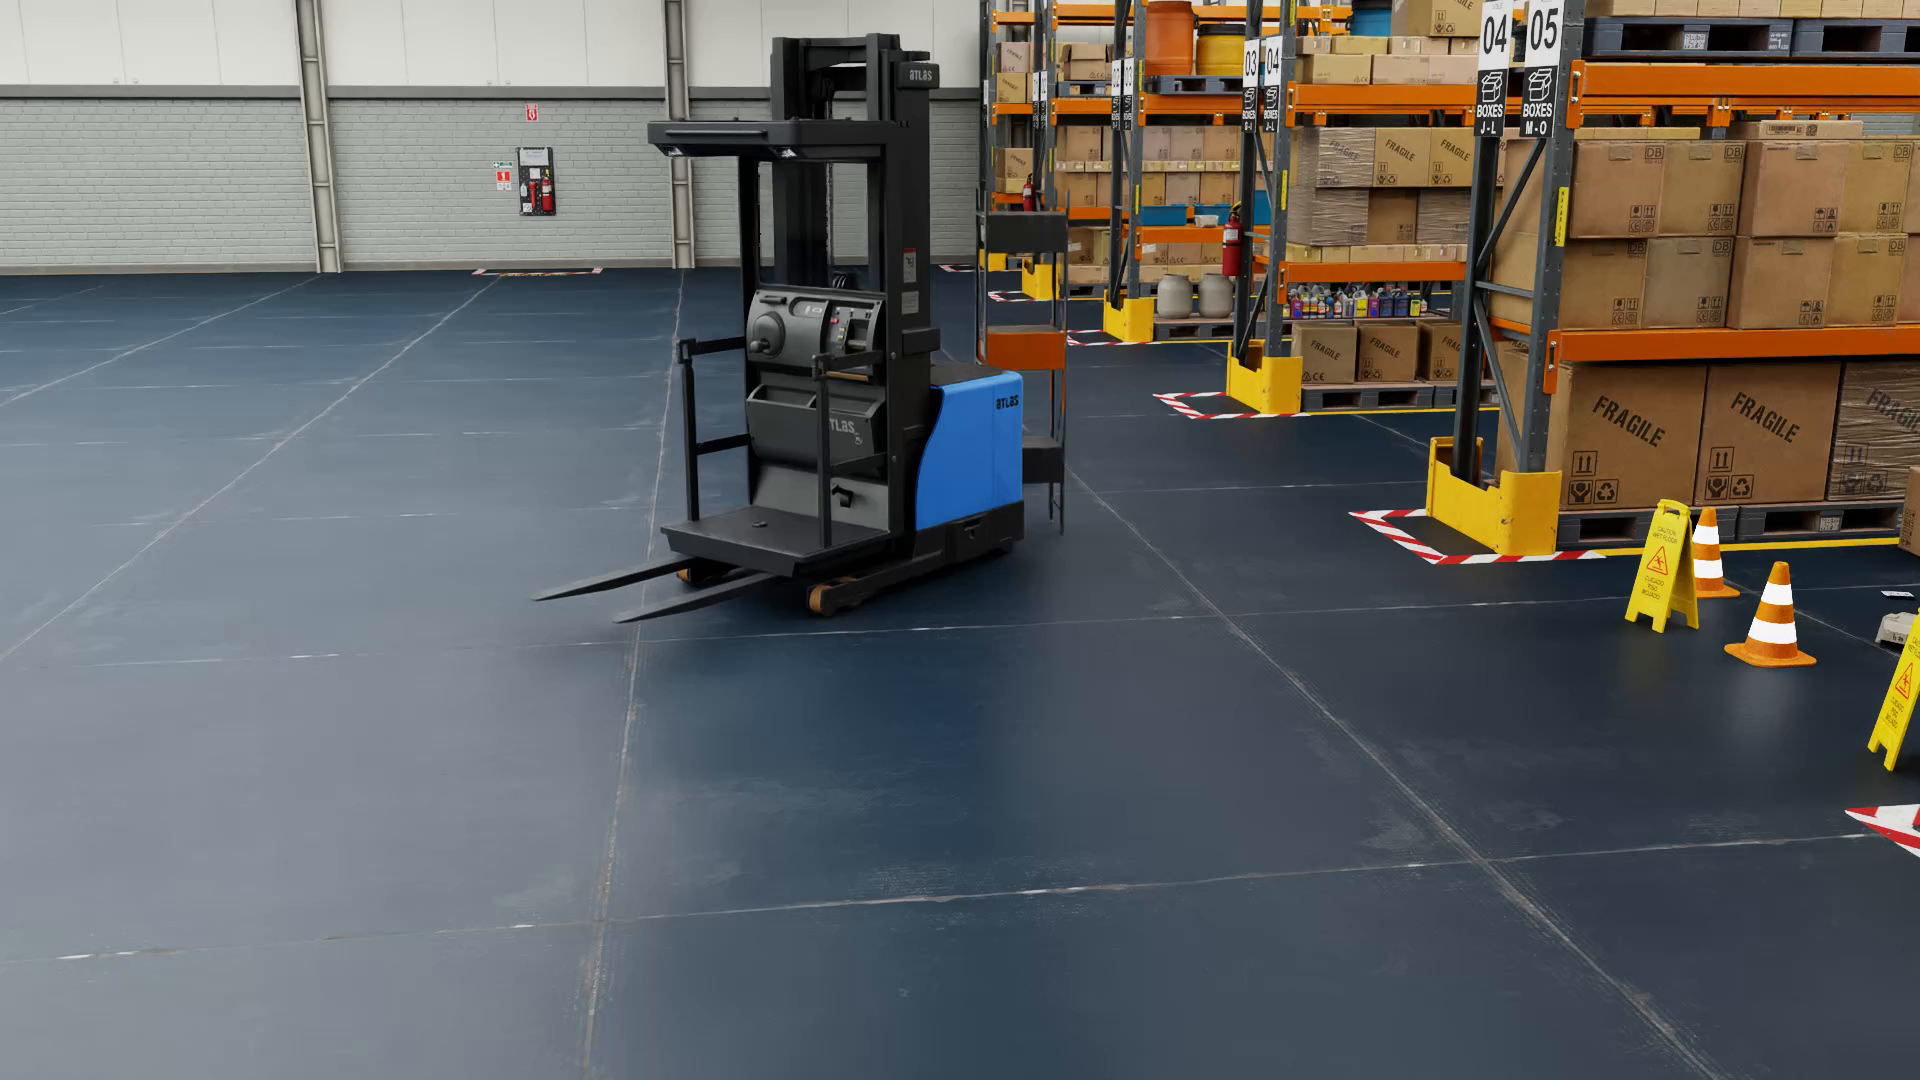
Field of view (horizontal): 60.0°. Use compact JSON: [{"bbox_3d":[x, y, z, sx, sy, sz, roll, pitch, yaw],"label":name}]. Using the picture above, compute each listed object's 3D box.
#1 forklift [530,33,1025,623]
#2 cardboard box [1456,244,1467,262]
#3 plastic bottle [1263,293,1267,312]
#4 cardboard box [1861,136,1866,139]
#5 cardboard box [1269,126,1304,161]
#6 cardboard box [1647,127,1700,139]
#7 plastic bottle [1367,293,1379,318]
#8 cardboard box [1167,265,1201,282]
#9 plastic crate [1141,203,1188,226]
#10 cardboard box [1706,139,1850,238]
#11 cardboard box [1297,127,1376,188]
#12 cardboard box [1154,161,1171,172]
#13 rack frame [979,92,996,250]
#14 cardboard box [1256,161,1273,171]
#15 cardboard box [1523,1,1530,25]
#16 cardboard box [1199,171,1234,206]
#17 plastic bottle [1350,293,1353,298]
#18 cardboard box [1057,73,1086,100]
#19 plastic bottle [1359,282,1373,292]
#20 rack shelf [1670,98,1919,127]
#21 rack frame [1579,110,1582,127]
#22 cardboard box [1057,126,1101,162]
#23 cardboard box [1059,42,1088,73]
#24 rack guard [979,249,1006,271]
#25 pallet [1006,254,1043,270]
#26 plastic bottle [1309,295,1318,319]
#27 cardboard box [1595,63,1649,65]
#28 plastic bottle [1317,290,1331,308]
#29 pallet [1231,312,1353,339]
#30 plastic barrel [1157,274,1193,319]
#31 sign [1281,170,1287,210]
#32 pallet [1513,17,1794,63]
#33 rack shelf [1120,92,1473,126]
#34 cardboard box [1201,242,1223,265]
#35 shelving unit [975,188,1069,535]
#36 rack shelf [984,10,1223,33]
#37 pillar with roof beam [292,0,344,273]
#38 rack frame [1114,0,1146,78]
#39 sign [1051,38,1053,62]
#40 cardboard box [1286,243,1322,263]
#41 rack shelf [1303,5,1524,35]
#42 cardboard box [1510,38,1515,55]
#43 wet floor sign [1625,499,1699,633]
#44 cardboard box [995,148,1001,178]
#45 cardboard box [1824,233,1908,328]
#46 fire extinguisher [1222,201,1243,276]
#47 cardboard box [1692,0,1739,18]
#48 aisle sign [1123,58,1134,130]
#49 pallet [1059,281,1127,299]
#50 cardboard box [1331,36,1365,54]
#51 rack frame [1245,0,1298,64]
[{"bbox_3d":[-0.920,-1.160,8.823,1.130,2.935,3.031,11,18,37],"label":"forklift"},{"bbox_3d":[4.499,-2.562,14.786,0.250,0.149,0.380,-2,14,-8],"label":"cardboard box"},{"bbox_3d":[3.810,-2.967,20.567,0.133,0.283,0.061,-2,14,-7],"label":"plastic bottle"},{"bbox_3d":[13.586,-6.000,25.720,0.500,0.500,0.500,-2,14,-7],"label":"cardboard box"},{"bbox_3d":[4.730,-5.887,24.659,0.500,0.500,0.700,-2,14,-8],"label":"cardboard box"},{"bbox_3d":[6.236,-3.440,14.898,0.500,0.500,0.500,-2,14,-8],"label":"cardboard box"},{"bbox_3d":[4.963,-2.816,19.964,0.133,0.283,0.061,-1,14,-5],"label":"plastic bottle"},{"bbox_3d":[3.259,-3.972,24.684,0.500,0.250,0.500,-2,14,-8],"label":"cardboard box"},{"bbox_3d":[2.397,-3.909,19.947,0.616,0.251,0.499,-2,14,-8],"label":"plastic crate"},{"bbox_3d":[4.800,-2.133,10.033,0.550,0.550,0.875,-2,14,-8],"label":"cardboard box"},{"bbox_3d":[3.269,-3.332,14.467,0.500,0.500,0.500,-2,14,-8],"label":"cardboard box"},{"bbox_3d":[2.906,-5.455,24.268,0.250,0.149,0.380,-2,14,-9],"label":"cardboard box"},{"bbox_3d":[0.471,-6.274,29.072,0.127,3.000,1.000,-2,14,-8],"label":"rack frame"},{"bbox_3d":[4.427,-5.510,24.489,0.250,0.149,0.380,-3,14,-10],"label":"cardboard box"},{"bbox_3d":[3.602,-3.181,10.023,0.250,0.149,0.380,-2,14,-8],"label":"cardboard box"},{"bbox_3d":[3.713,-5.220,24.666,0.500,0.500,0.700,-2,14,-7],"label":"cardboard box"},{"bbox_3d":[4.758,-2.844,20.075,0.133,0.283,0.061,-2,14,-8],"label":"plastic bottle"},{"bbox_3d":[1.888,-7.770,28.623,0.500,0.500,0.500,-1,14,-6],"label":"cardboard box"},{"bbox_3d":[5.042,-3.035,20.698,0.185,0.351,0.144,-2,14,-7],"label":"plastic bottle"},{"bbox_3d":[8.617,-4.023,15.409,4.000,0.370,1.077,-2,14,-8],"label":"rack shelf"},{"bbox_3d":[9.123,-5.372,25.477,0.127,3.000,1.000,-2,14,-8],"label":"rack frame"},{"bbox_3d":[1.728,-5.776,24.214,0.500,0.500,0.700,-2,14,-8],"label":"cardboard box"},{"bbox_3d":[1.896,-8.255,28.502,0.500,0.500,0.500,-2,14,-7],"label":"cardboard box"},{"bbox_3d":[0.546,-5.064,29.387,0.348,0.500,1.175,-2,14,-8],"label":"rack guard"},{"bbox_3d":[1.354,-4.945,29.505,1.213,0.211,1.003,-2,14,-8],"label":"pallet"},{"bbox_3d":[4.224,-2.788,19.875,0.097,0.271,0.097,0,14,0],"label":"plastic bottle"},{"bbox_3d":[5.710,-4.131,14.669,0.500,0.250,0.500,-2,14,-7],"label":"cardboard box"},{"bbox_3d":[4.482,-2.942,20.480,0.135,0.276,0.152,-2,14,-8],"label":"plastic bottle"},{"bbox_3d":[4.023,-2.624,20.250,1.213,0.211,1.003,-2,14,-8],"label":"pallet"},{"bbox_3d":[2.586,-2.930,19.990,0.421,0.512,0.421,0,14,0],"label":"plastic barrel"},{"bbox_3d":[2.765,-2.989,14.193,0.005,0.325,0.100,-2,14,-8],"label":"sign"},{"bbox_3d":[4.055,-2.944,9.810,1.213,0.211,1.003,-2,14,-8],"label":"pallet"},{"bbox_3d":[3.924,-5.069,19.581,4.000,0.370,1.077,-2,14,-8],"label":"rack shelf"},{"bbox_3d":[3.752,-4.357,24.678,0.500,0.500,0.500,-2,14,-8],"label":"cardboard box"},{"bbox_3d":[0.370,-1.087,10.240,0.503,2.100,0.431,-2,14,-8],"label":"shelving unit"},{"bbox_3d":[2.448,-8.906,28.719,4.000,0.370,1.077,-2,14,-8],"label":"rack shelf"},{"bbox_3d":[-10.191,-7.947,23.410,0.400,9.000,9.100,-2,14,-8],"label":"pillar with roof beam"},{"bbox_3d":[1.947,-6.801,18.840,0.127,3.000,1.000,-2,14,-8],"label":"rack frame"},{"bbox_3d":[1.289,-6.866,23.307,0.005,0.325,0.100,-2,14,-8],"label":"sign"},{"bbox_3d":[3.002,-2.530,14.662,0.250,0.149,0.380,-2,14,-8],"label":"cardboard box"},{"bbox_3d":[7.145,-7.667,24.594,4.000,0.370,1.077,-2,14,-8],"label":"rack shelf"},{"bbox_3d":[4.779,-4.301,14.528,0.250,0.149,0.380,-3,14,-10],"label":"cardboard box"},{"bbox_3d":[3.590,0.117,8.430,0.232,0.644,0.267,-5,15,-18],"label":"wet floor sign"},{"bbox_3d":[0.905,-6.643,29.268,0.500,0.500,0.500,-2,14,-9],"label":"cardboard box"},{"bbox_3d":[5.315,-1.644,10.303,0.500,0.550,0.875,-2,14,-8],"label":"cardboard box"},{"bbox_3d":[2.503,-2.769,15.254,0.183,0.674,0.296,-2,14,-8],"label":"fire extinguisher"},{"bbox_3d":[4.210,-3.042,9.465,0.250,0.149,0.380,-2,14,-8],"label":"cardboard box"},{"bbox_3d":[1.919,-5.079,18.962,0.004,0.787,0.394,-2,14,-8],"label":"aisle sign"},{"bbox_3d":[1.962,-3.768,24.811,1.213,0.211,1.003,-2,14,-8],"label":"pallet"},{"bbox_3d":[3.262,-4.215,14.187,0.250,0.149,0.380,-2,14,-7],"label":"cardboard box"},{"bbox_3d":[2.684,-5.609,14.089,0.127,3.000,1.000,-2,14,-8],"label":"rack frame"}]
